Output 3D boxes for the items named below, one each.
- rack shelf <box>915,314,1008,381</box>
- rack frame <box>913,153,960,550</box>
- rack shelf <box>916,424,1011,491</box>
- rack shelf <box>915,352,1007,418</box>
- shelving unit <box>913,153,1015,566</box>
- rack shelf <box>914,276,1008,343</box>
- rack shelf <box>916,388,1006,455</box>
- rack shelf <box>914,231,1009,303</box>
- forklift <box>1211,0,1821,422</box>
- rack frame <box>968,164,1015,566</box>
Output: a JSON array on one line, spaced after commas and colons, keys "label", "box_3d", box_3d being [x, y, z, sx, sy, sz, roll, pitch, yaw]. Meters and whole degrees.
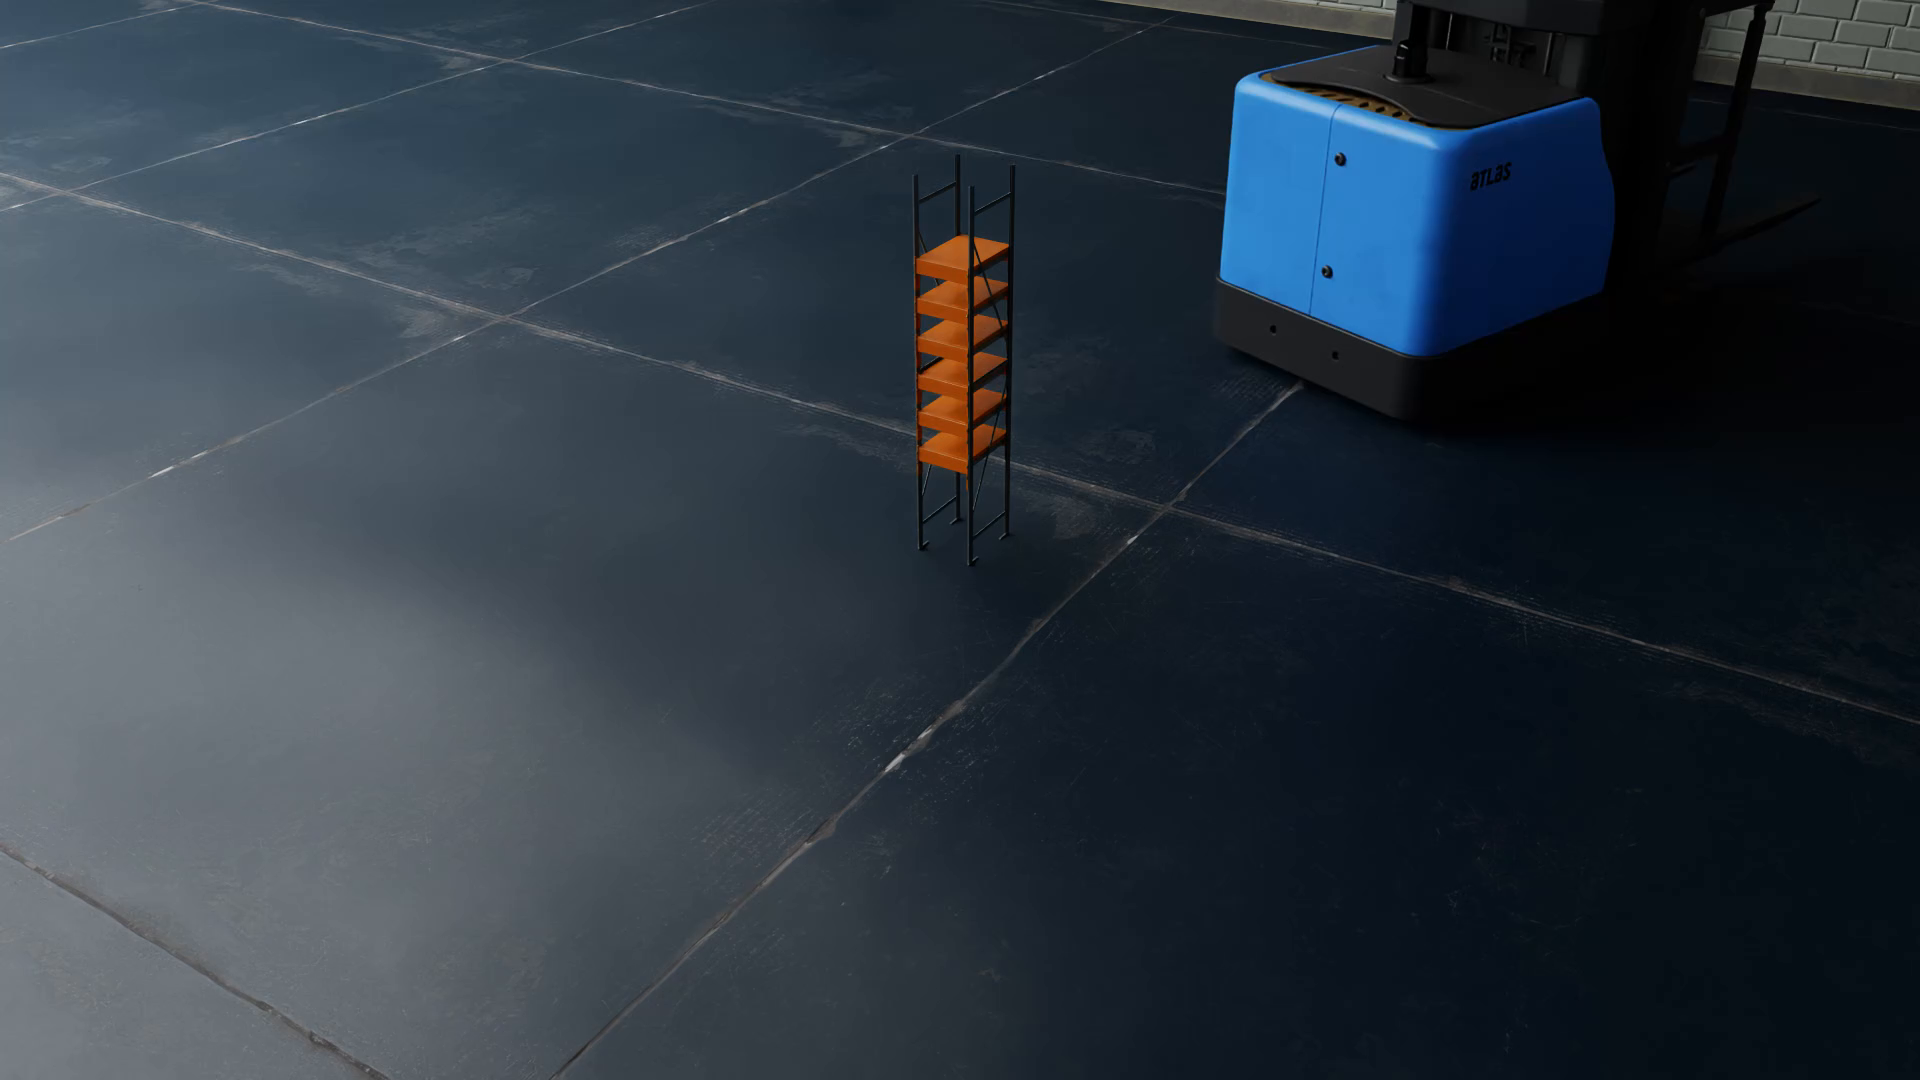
[{"label": "rack shelf", "box_3d": [0.012, -0.580, 4.903, 0.180, 0.103, 0.258, 18, 35, 27]}, {"label": "rack frame", "box_3d": [-0.065, -0.539, 4.983, 0.006, 1.200, 0.240, 18, 35, 27]}, {"label": "rack shelf", "box_3d": [0.012, -0.269, 5.084, 0.180, 0.103, 0.258, 18, 35, 27]}, {"label": "rack shelf", "box_3d": [0.012, -0.476, 4.963, 0.180, 0.103, 0.258, 18, 35, 27]}, {"label": "shelving unit", "box_3d": [0.012, -0.514, 4.941, 0.189, 1.200, 0.258, 18, 35, 27]}, {"label": "rack shelf", "box_3d": [0.012, -0.683, 4.842, 0.180, 0.103, 0.258, 18, 35, 27]}, {"label": "rack shelf", "box_3d": [0.012, -0.372, 5.024, 0.180, 0.103, 0.258, 18, 35, 27]}, {"label": "rack shelf", "box_3d": [0.012, -0.787, 4.782, 0.180, 0.103, 0.258, 18, 35, 27]}, {"label": "forklift", "box_3d": [2.453, -2.273, 6.237, 3.031, 2.935, 1.130, -21, 36, -32]}, {"label": "rack frame", "box_3d": [0.090, -0.490, 4.899, 0.006, 1.200, 0.240, 18, 35, 27]}]
